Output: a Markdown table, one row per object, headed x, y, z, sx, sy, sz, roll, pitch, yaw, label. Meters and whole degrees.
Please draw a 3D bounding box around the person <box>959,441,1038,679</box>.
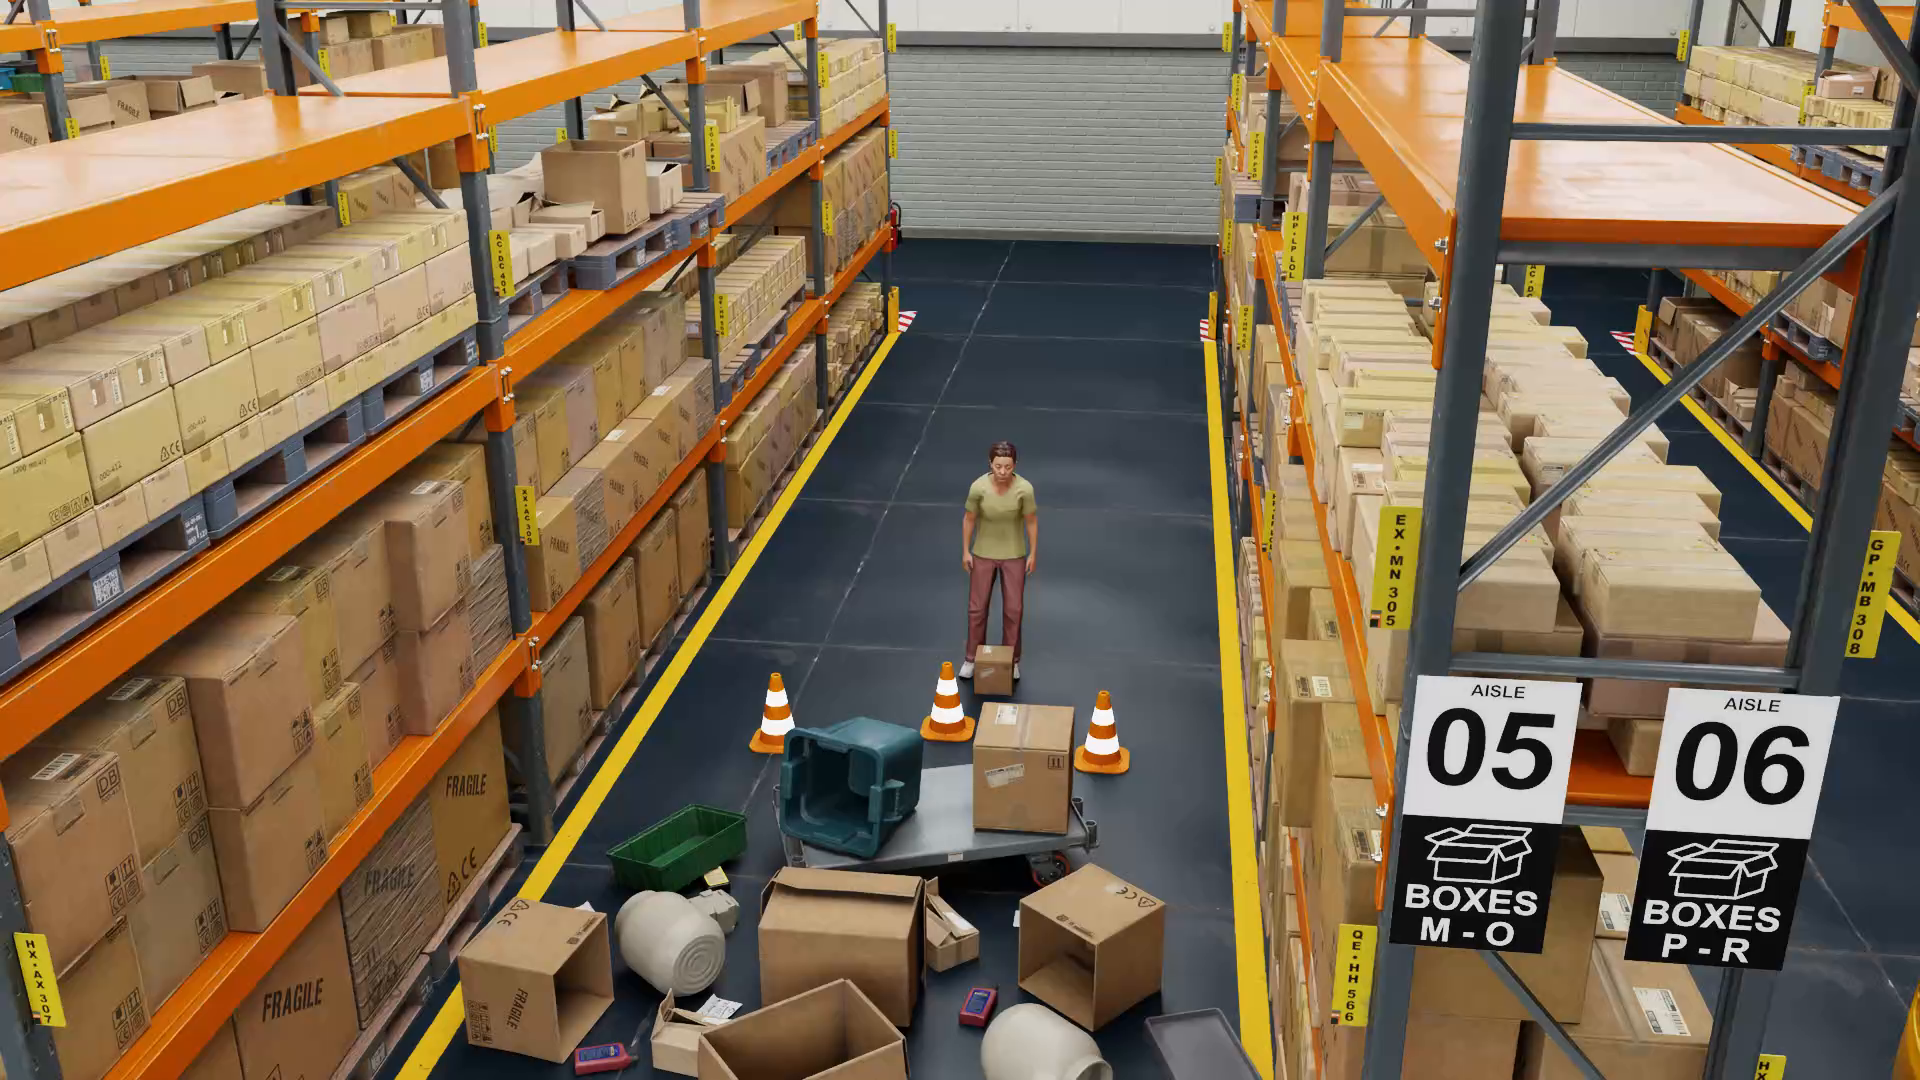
| x | y | z | sx | sy | sz | roll | pitch | yaw | label |
| --- | --- | --- | --- | --- | --- | --- | --- | --- | --- |
| 0.260 | 0.133 | 11.174 | 0.521 | 1.652 | 0.355 | 1 | 21 | 3 | person |
